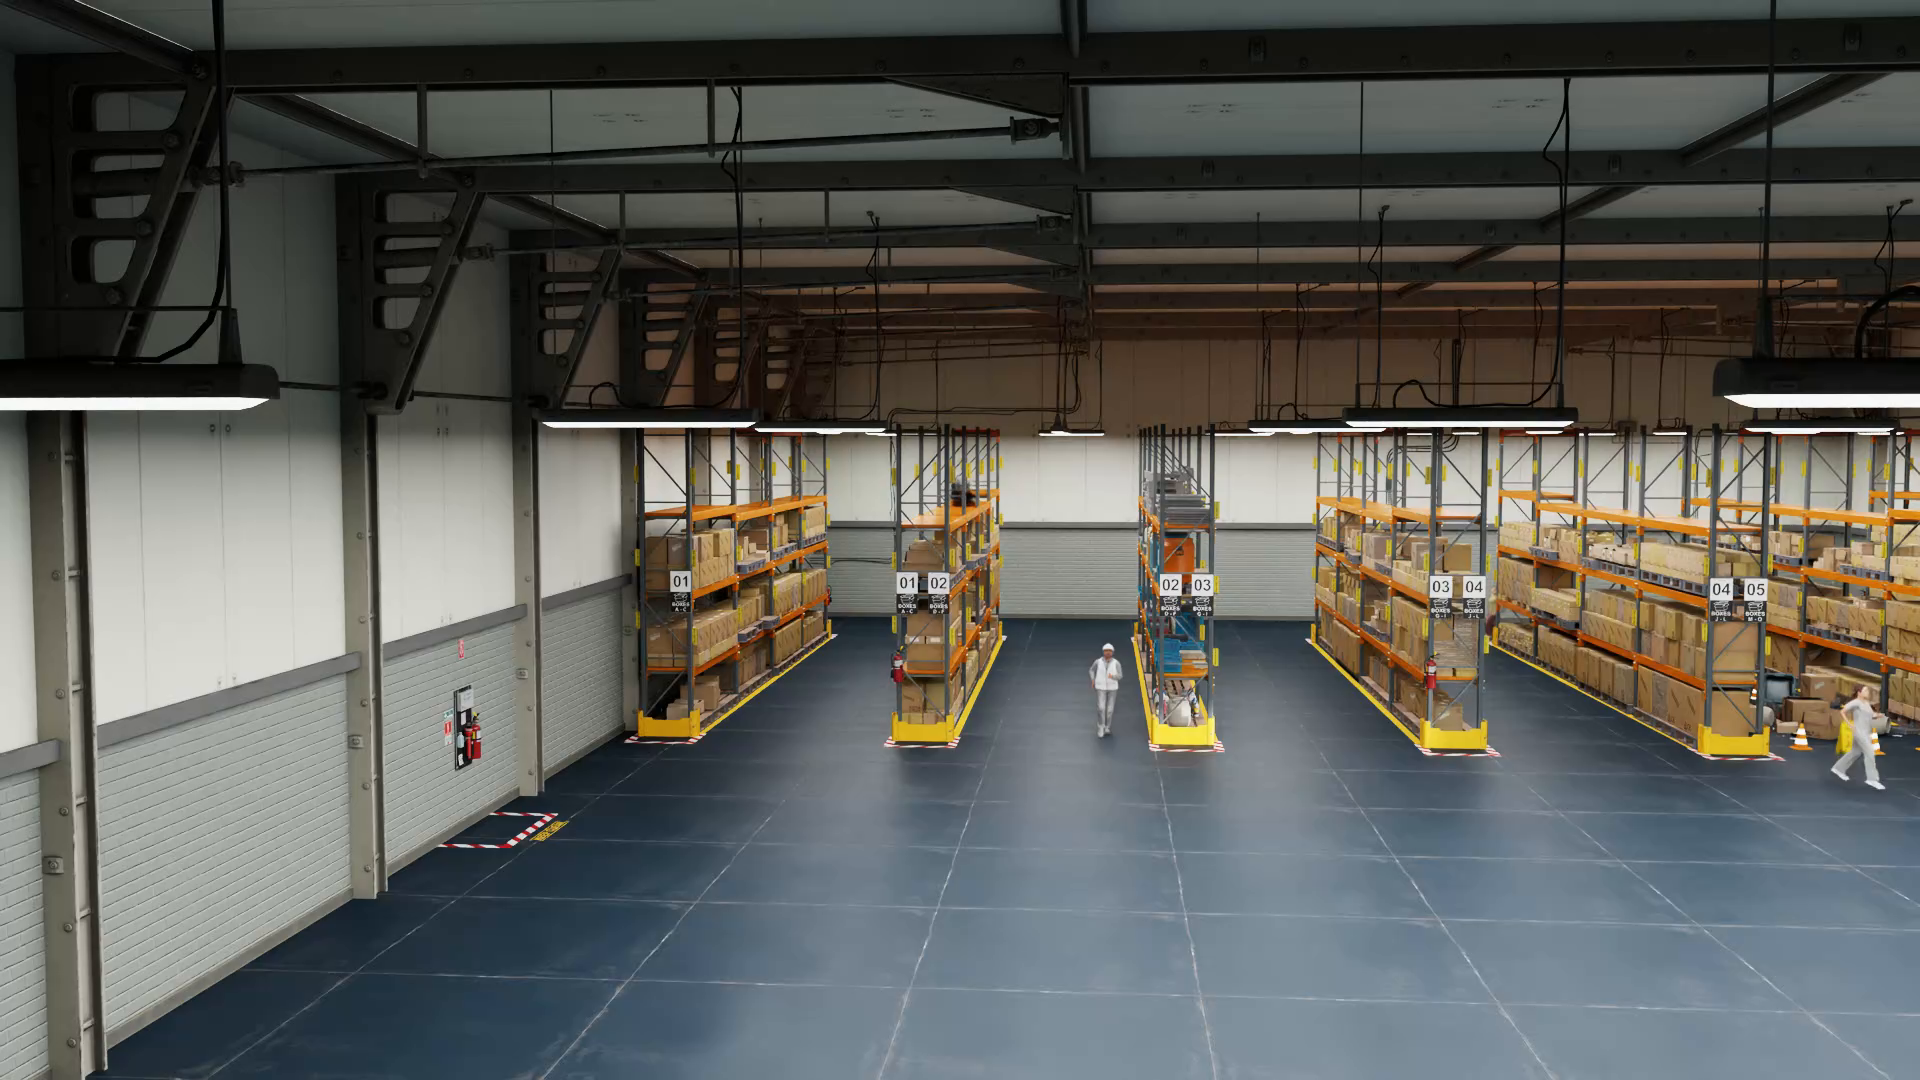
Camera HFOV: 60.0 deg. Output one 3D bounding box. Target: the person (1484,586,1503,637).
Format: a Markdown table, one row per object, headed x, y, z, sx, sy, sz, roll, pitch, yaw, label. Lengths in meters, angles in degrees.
| x | y | z | sx | sy | sz | roll | pitch | yaw | label |
| --- | --- | --- | --- | --- | --- | --- | --- | --- | --- |
| 15.280 | 2.061 | 47.553 | 0.571 | 1.551 | 0.711 | 0 | 3 | 5 | person |

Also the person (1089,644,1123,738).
| x | y | z | sx | sy | sz | roll | pitch | yaw | label |
| --- | --- | --- | --- | --- | --- | --- | --- | --- | --- |
| 2.821 | 2.898 | 32.026 | 0.620 | 1.791 | 0.642 | 0 | 3 | 0 | person |

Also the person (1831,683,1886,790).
| x | y | z | sx | sy | sz | roll | pitch | yaw | label |
| --- | --- | --- | --- | --- | --- | --- | --- | --- | --- |
| 14.799 | 3.202 | 27.347 | 0.550 | 1.696 | 0.896 | -3 | 5 | -42 | person |
